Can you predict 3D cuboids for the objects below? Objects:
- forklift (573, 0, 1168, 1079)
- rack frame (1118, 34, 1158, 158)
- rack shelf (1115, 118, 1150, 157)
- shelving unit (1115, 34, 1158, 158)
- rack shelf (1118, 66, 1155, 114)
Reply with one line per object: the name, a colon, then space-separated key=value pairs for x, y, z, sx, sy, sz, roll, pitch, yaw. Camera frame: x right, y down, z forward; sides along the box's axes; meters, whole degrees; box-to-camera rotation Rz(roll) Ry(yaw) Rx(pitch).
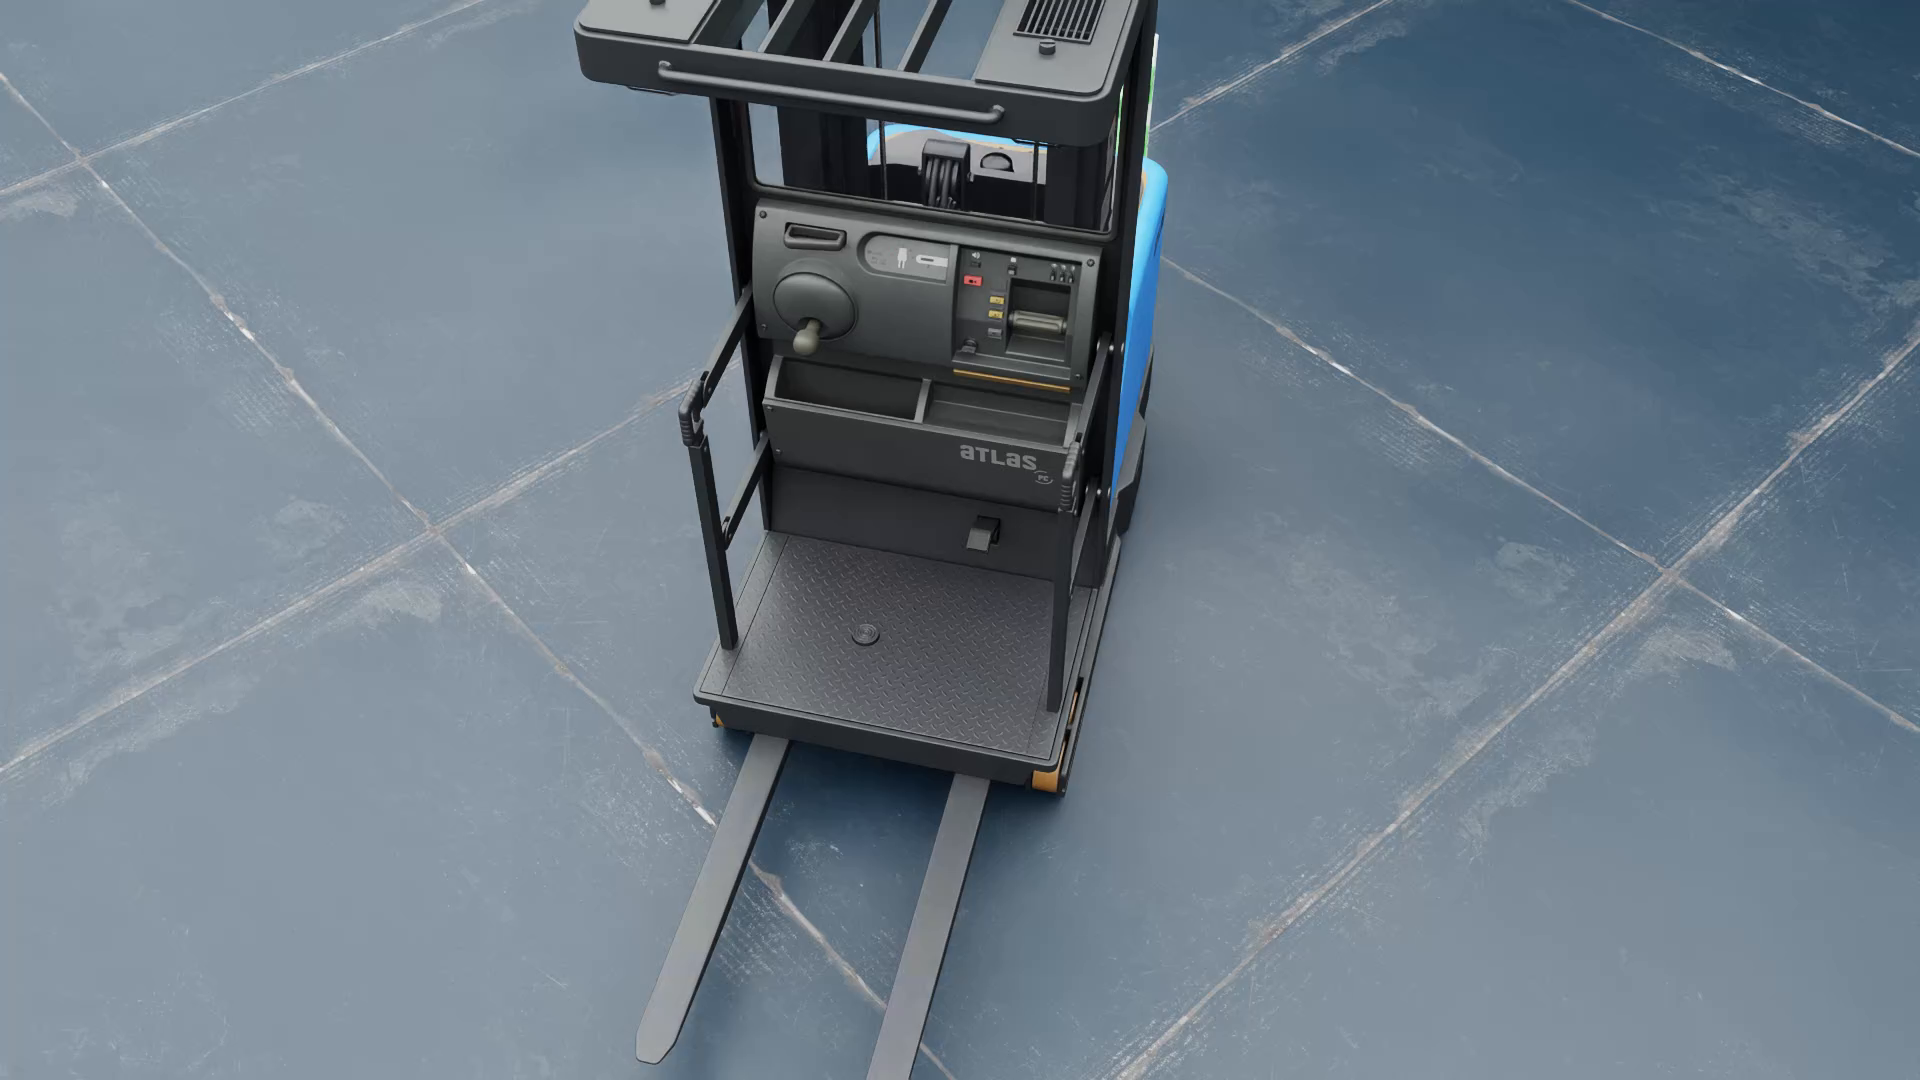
forklift: x=-0.147 y=-0.546 z=4.260 sx=1.130 sy=2.935 sz=3.031 roll=10 pitch=48 yaw=9
rack frame: x=0.580 y=-1.375 z=6.202 sx=0.240 sy=1.200 sz=0.015 roll=27 pitch=53 yaw=23
rack shelf: x=0.441 y=-1.347 z=5.937 sx=0.258 sy=0.148 sz=0.480 roll=27 pitch=53 yaw=23
shelving unit: x=0.441 y=-1.228 z=6.066 sx=0.258 sy=1.200 sz=0.503 roll=27 pitch=53 yaw=23
rack shelf: x=0.441 y=-1.510 z=5.761 sx=0.258 sy=0.148 sz=0.480 roll=27 pitch=53 yaw=23
